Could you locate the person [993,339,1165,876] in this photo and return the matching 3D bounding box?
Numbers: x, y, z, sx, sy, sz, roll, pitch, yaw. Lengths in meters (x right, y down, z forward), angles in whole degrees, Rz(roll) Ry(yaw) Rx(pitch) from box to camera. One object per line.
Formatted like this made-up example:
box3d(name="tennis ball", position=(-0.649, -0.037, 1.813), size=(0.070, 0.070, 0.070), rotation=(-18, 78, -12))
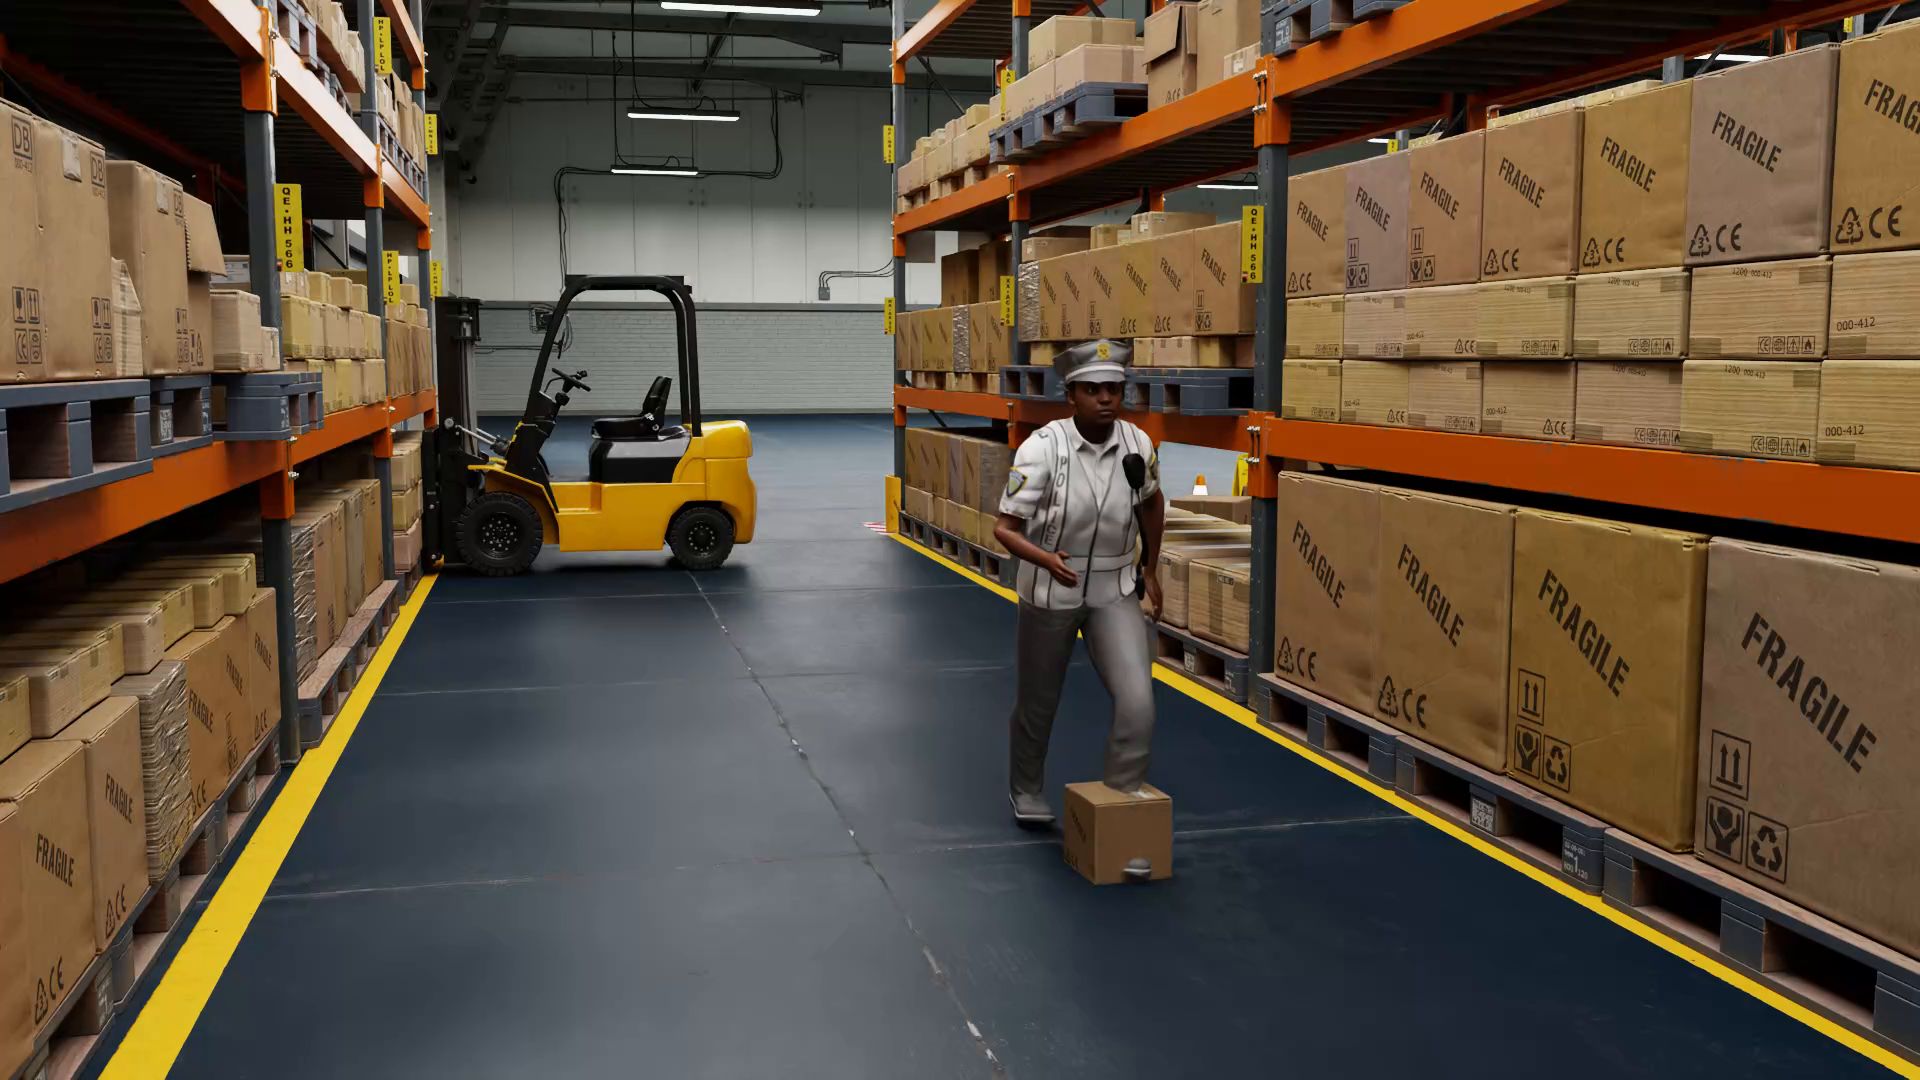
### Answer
box3d(name="person", position=(0.376, 0.177, 5.223), size=(0.580, 1.600, 0.900), rotation=(-1, 6, -6))
